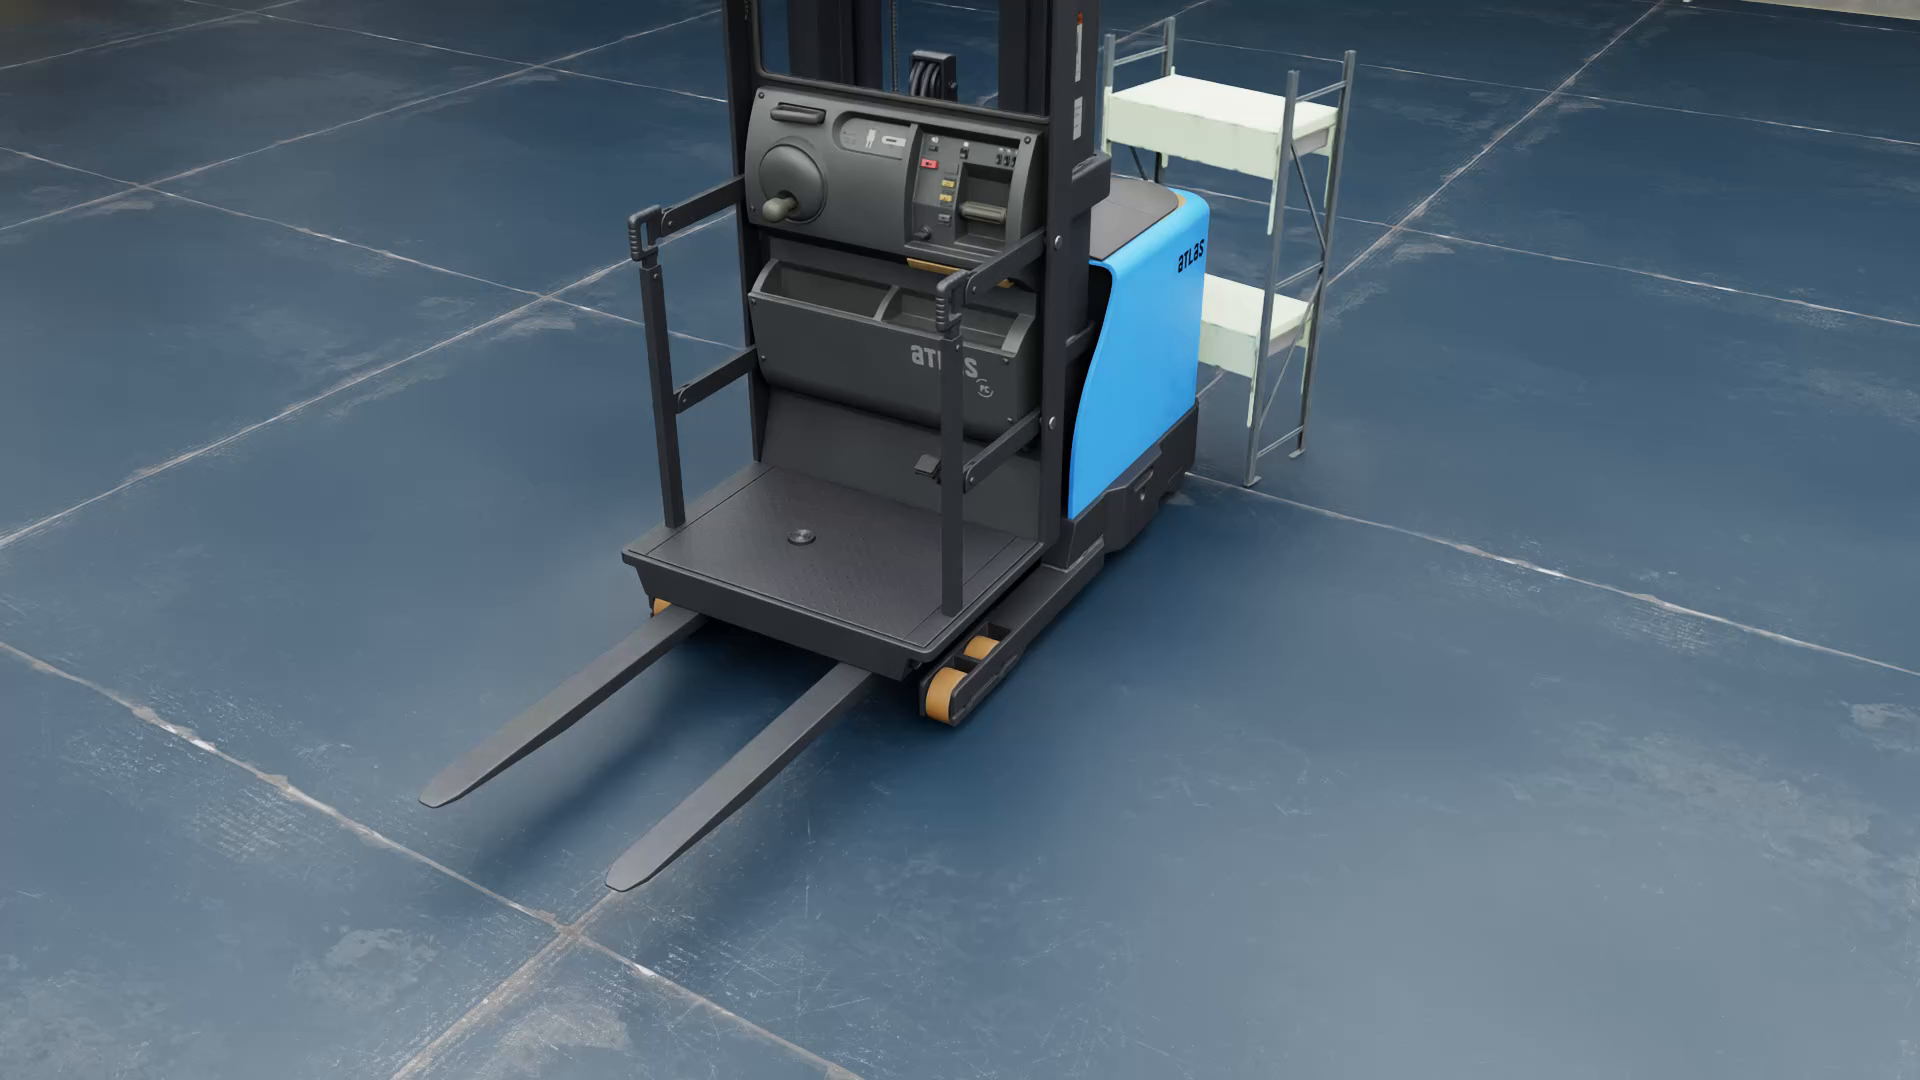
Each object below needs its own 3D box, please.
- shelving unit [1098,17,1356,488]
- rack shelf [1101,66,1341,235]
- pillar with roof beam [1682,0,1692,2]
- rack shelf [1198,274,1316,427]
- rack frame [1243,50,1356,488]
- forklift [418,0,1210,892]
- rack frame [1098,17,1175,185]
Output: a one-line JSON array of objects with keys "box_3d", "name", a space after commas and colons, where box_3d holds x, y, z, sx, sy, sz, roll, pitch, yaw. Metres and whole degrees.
[{"box_3d": [0.907, -1.041, 6.039, 0.755, 1.500, 0.431, 24, 37, 35], "name": "shelving unit"}, {"box_3d": [0.911, -1.381, 5.847, 0.720, 0.370, 0.431, 24, 37, 35], "name": "rack shelf"}, {"box_3d": [3.291, -6.341, 7.690, 0.400, 9.000, 9.100, 18, 35, 27], "name": "pillar with roof beam"}, {"box_3d": [0.903, -0.758, 6.199, 0.720, 0.370, 0.431, 24, 37, 35], "name": "rack shelf"}, {"box_3d": [1.183, -0.920, 5.831, 0.023, 1.500, 0.400, 24, 37, 35], "name": "rack frame"}, {"box_3d": [-0.316, -0.993, 4.544, 1.130, 2.935, 3.031, 16, 34, 26], "name": "forklift"}, {"box_3d": [0.630, -1.163, 6.246, 0.023, 1.500, 0.400, 24, 37, 35], "name": "rack frame"}]
